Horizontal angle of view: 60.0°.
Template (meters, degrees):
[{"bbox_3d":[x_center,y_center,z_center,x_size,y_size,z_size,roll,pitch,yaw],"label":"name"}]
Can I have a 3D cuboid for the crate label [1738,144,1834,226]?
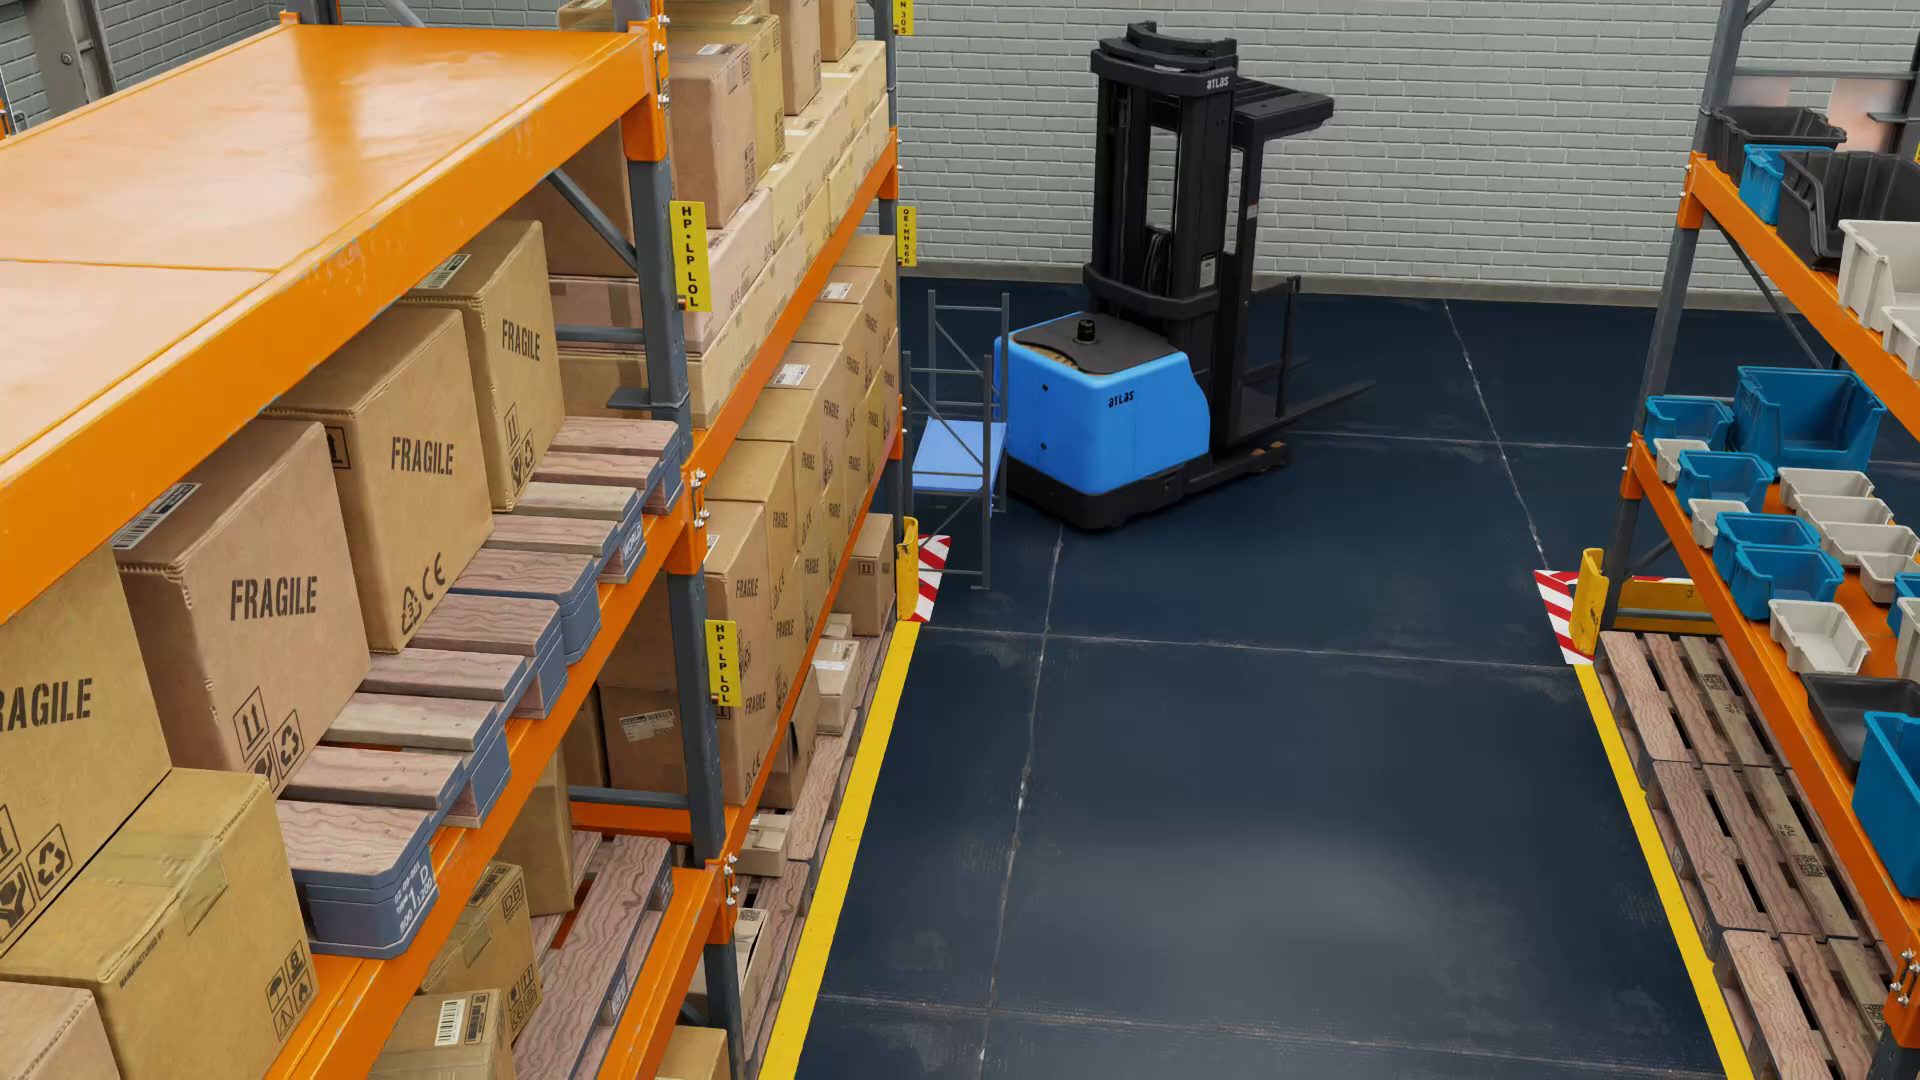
[{"bbox_3d":[3.651,-1.550,7.251,0.408,0.251,0.502,3,28,6],"label":"crate label"}]

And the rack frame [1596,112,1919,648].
[{"bbox_3d":[4.085,-0.711,8.699,1.000,3.000,0.127,3,28,6],"label":"rack frame"}]

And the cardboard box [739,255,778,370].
[{"bbox_3d":[-0.950,-0.822,5.900,0.500,0.250,0.500,3,28,6],"label":"cardboard box"}]

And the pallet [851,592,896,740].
[{"bbox_3d":[-0.937,0.638,9.135,1.003,0.211,1.213,3,28,6],"label":"pallet"}]

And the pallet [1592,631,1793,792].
[{"bbox_3d":[3.945,0.903,8.644,1.003,0.211,1.213,3,28,6],"label":"pallet"}]

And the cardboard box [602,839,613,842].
[{"bbox_3d":[-1.532,1.505,6.758,0.500,0.500,0.500,3,28,6],"label":"cardboard box"}]

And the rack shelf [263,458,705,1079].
[{"bbox_3d":[-1.566,0.820,3.453,1.077,0.370,4.000,3,28,6],"label":"rack shelf"}]

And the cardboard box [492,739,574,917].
[{"bbox_3d":[-1.601,0.864,5.228,0.700,0.500,0.500,-6,29,-11],"label":"cardboard box"}]

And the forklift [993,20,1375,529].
[{"bbox_3d":[1.668,-1.919,11.014,3.031,2.935,1.130,-21,35,-34],"label":"forklift"}]

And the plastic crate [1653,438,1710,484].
[{"bbox_3d":[3.607,-0.378,8.296,0.250,0.136,0.298,3,28,6],"label":"plastic crate"}]

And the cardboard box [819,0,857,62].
[{"bbox_3d":[-0.877,-2.562,7.814,0.700,0.500,0.500,3,28,6],"label":"cardboard box"}]

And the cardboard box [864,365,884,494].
[{"bbox_3d":[-0.675,-0.573,8.338,0.500,0.500,0.500,4,29,7],"label":"cardboard box"}]

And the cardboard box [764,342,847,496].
[{"bbox_3d":[-0.795,-0.535,7.213,0.500,0.500,0.500,4,29,8],"label":"cardboard box"}]

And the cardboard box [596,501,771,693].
[{"bbox_3d":[-0.984,0.193,5.862,0.500,0.500,0.500,4,29,8],"label":"cardboard box"}]

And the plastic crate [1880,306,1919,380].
[{"bbox_3d":[3.373,-0.653,5.707,0.293,0.136,0.466,3,28,6],"label":"plastic crate"}]

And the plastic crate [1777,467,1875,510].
[{"bbox_3d":[4.165,-0.227,8.015,0.396,0.136,0.243,3,28,6],"label":"plastic crate"}]

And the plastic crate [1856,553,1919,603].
[{"bbox_3d":[4.087,0.182,7.257,0.298,0.136,0.250,3,28,6],"label":"plastic crate"}]

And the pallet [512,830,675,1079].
[{"bbox_3d":[-1.527,1.337,5.101,1.003,0.211,1.213,3,28,6],"label":"pallet"}]

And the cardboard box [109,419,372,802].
[{"bbox_3d":[-1.616,0.150,3.285,0.600,0.600,0.600,2,28,4],"label":"cardboard box"}]

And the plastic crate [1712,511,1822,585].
[{"bbox_3d":[3.567,0.053,7.394,0.416,0.233,0.300,3,28,6],"label":"plastic crate"}]

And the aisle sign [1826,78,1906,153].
[{"bbox_3d":[4.385,-1.872,8.114,0.394,0.787,0.004,3,28,6],"label":"aisle sign"}]

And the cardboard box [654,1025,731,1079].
[{"bbox_3d":[-1.097,2.038,5.768,0.500,0.500,0.500,3,28,6],"label":"cardboard box"}]

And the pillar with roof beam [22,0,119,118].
[{"bbox_3d":[-2.002,-4.999,10.333,9.100,9.000,0.400,3,28,6],"label":"pillar with roof beam"}]

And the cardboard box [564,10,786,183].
[{"bbox_3d":[-1.042,-1.616,6.057,0.700,0.500,0.500,3,28,6],"label":"cardboard box"}]

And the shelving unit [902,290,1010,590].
[{"bbox_3d":[-0.010,-0.620,10.112,0.538,1.500,1.048,3,28,6],"label":"shelving unit"}]

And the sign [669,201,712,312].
[{"bbox_3d":[-0.769,-0.809,4.757,0.100,0.325,0.005,3,28,6],"label":"sign"}]

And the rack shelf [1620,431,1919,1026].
[{"bbox_3d":[3.840,0.547,7.122,1.077,0.370,4.000,3,28,6],"label":"rack shelf"}]

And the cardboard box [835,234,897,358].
[{"bbox_3d":[-0.612,-1.259,8.557,0.500,0.500,0.500,3,28,6],"label":"cardboard box"}]

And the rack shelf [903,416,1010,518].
[{"bbox_3d":[-0.010,-0.462,10.197,0.538,0.185,1.000,3,28,6],"label":"rack shelf"}]

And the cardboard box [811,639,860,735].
[{"bbox_3d":[-0.799,0.732,8.456,0.500,0.250,0.500,3,28,6],"label":"cardboard box"}]

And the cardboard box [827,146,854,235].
[{"bbox_3d":[-0.752,-1.527,7.209,0.500,0.250,0.500,3,28,6],"label":"cardboard box"}]

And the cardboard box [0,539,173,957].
[{"bbox_3d":[-1.626,0.275,2.546,0.500,0.500,0.500,3,28,6],"label":"cardboard box"}]

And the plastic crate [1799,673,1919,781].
[{"bbox_3d":[3.465,0.724,6.262,0.437,0.125,0.590,3,28,6],"label":"plastic crate"}]

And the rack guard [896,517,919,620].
[{"bbox_3d":[-0.840,0.136,9.763,1.175,0.500,0.348,3,28,6],"label":"rack guard"}]

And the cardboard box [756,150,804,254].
[{"bbox_3d":[-0.882,-1.277,6.218,0.500,0.250,0.500,3,28,6],"label":"cardboard box"}]

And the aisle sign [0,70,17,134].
[{"bbox_3d":[-5.441,-2.447,9.181,0.394,0.787,0.004,3,28,6],"label":"aisle sign"}]

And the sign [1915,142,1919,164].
[{"bbox_3d":[4.633,-1.961,7.967,0.100,0.325,0.005,3,28,6],"label":"sign"}]

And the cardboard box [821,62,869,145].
[{"bbox_3d":[-0.701,-1.983,7.529,0.500,0.250,0.500,3,28,6],"label":"cardboard box"}]

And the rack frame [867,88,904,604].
[{"bbox_3d":[-0.831,-1.000,9.236,1.000,3.000,0.127,3,28,6],"label":"rack frame"}]

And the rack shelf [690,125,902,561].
[{"bbox_3d":[-1.076,-1.063,6.948,1.077,0.370,4.000,3,28,6],"label":"rack shelf"}]

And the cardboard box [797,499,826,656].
[{"bbox_3d":[-0.865,0.138,7.018,0.500,0.500,0.500,3,28,6],"label":"cardboard box"}]
